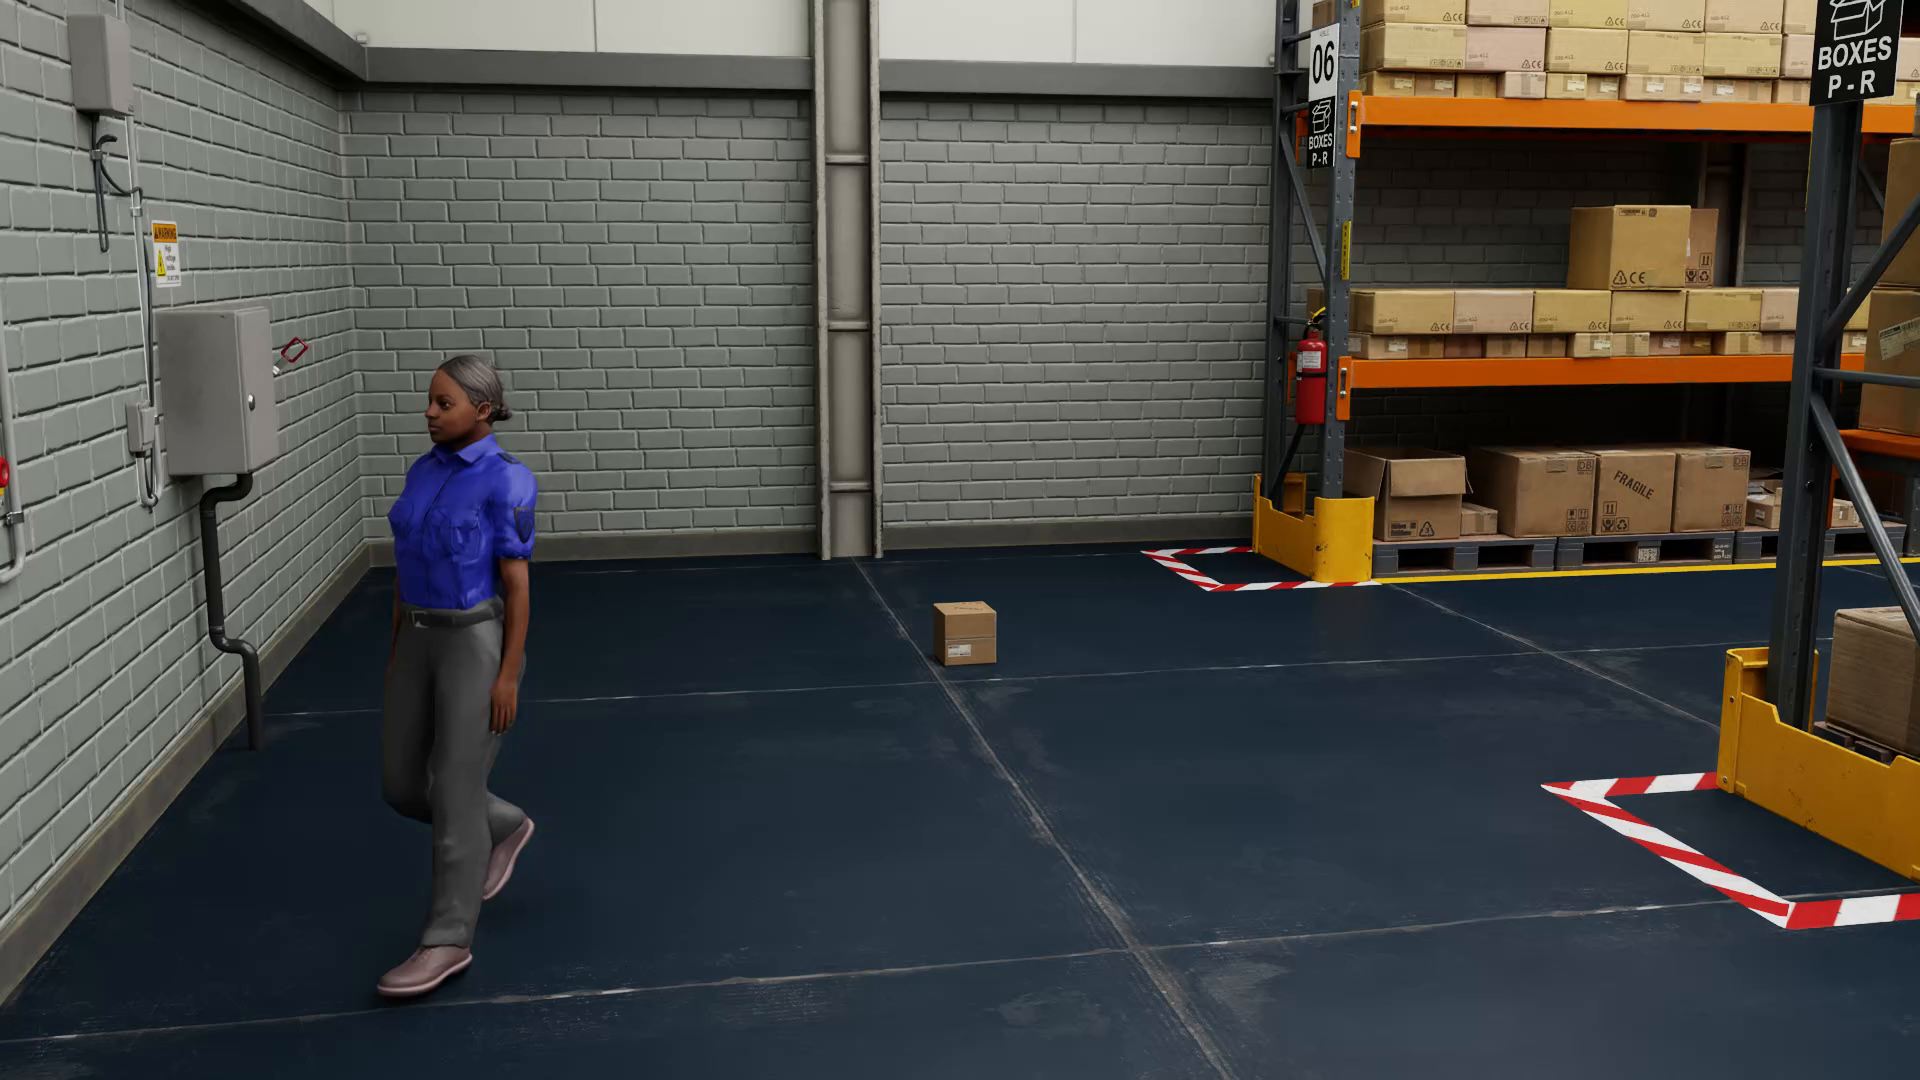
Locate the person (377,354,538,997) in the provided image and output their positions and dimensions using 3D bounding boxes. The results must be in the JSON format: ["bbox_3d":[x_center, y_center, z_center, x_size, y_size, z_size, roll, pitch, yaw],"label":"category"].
[{"bbox_3d":[-1.373,0.322,4.491,0.461,1.632,0.732,6,11,31],"label":"person"}]
